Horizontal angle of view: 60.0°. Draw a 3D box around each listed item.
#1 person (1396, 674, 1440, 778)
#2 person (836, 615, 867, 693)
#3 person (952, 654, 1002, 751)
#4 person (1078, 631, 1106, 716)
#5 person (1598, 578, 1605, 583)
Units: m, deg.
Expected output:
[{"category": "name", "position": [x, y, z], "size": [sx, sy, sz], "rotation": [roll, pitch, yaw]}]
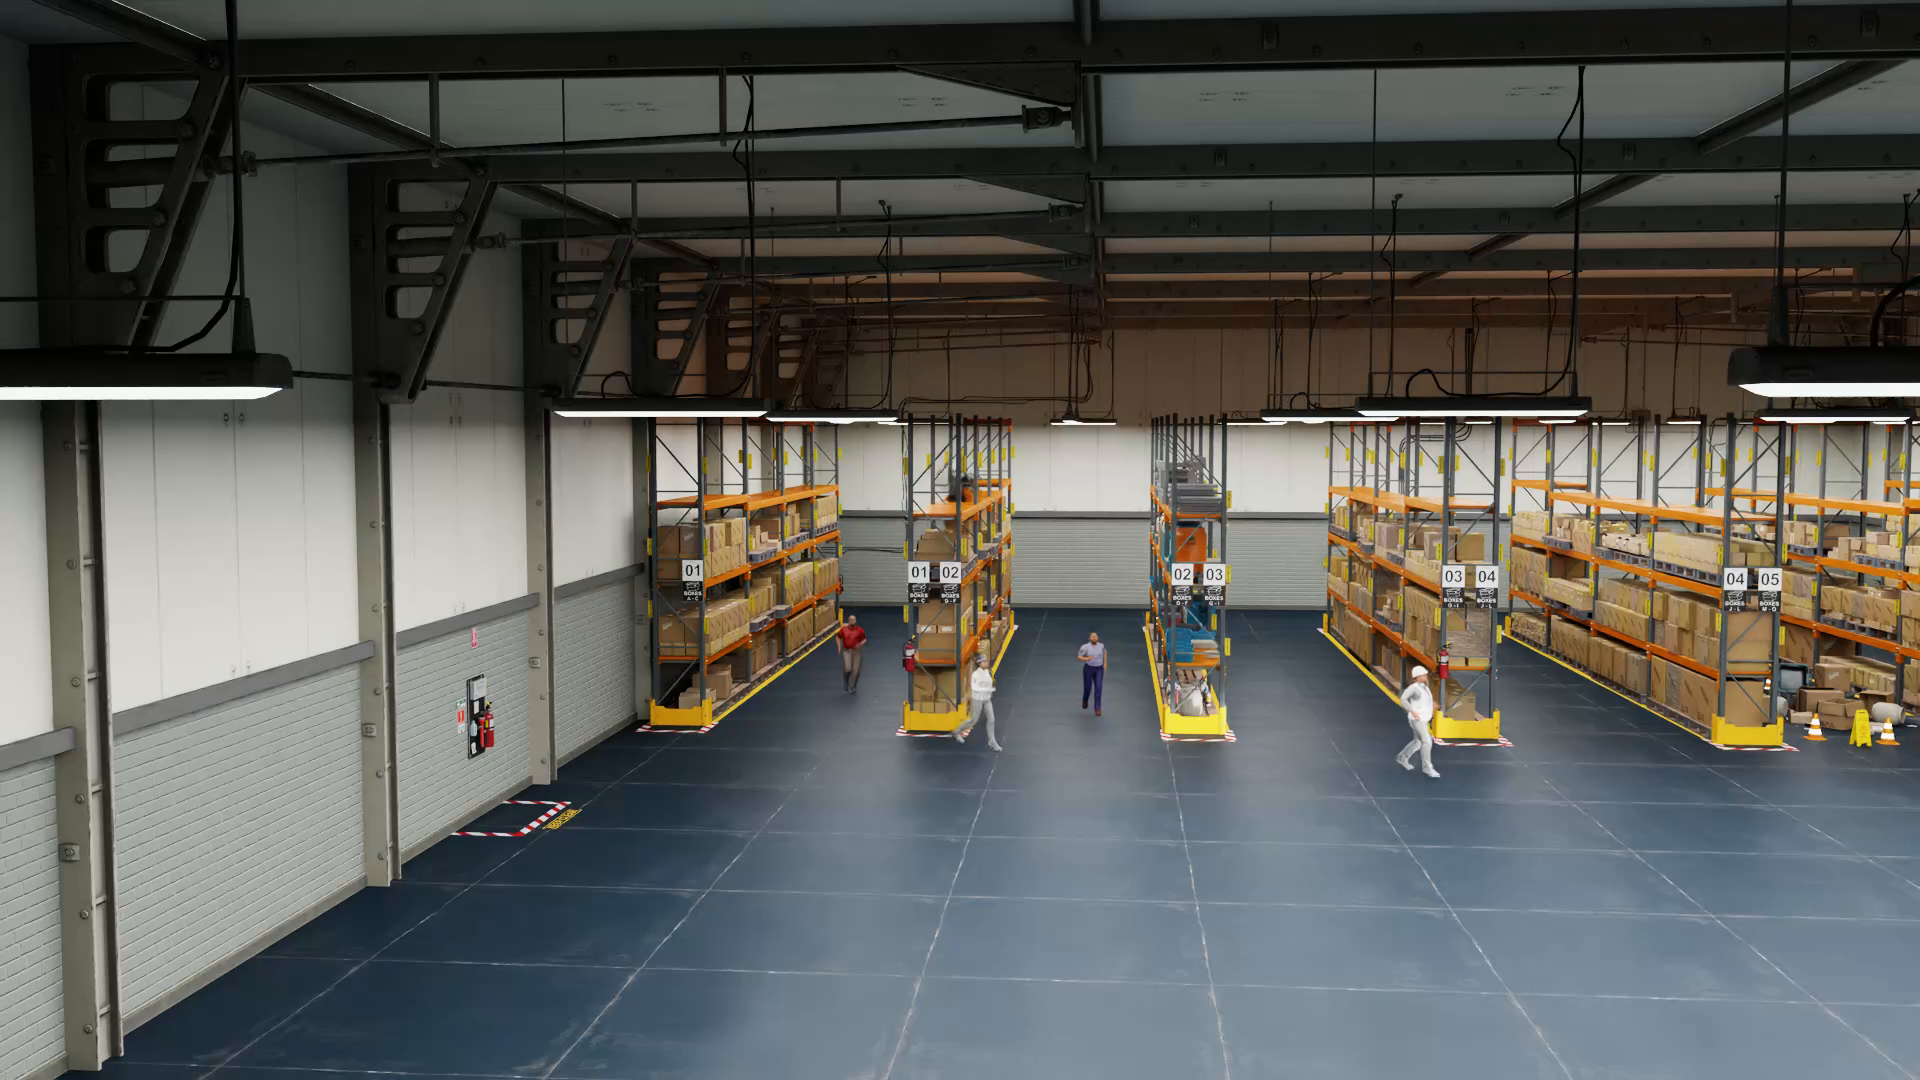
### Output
[{"category": "person", "position": [7.594, 3.008, 27.488], "size": [0.785, 1.753, 0.664], "rotation": [3, 5, 34]}, {"category": "person", "position": [-2.318, 2.454, 35.677], "size": [0.651, 1.684, 0.602], "rotation": [-1, 4, -9]}, {"category": "person", "position": [0.336, 2.876, 29.736], "size": [0.936, 1.724, 0.621], "rotation": [3, 5, 36]}, {"category": "person", "position": [2.646, 2.631, 33.158], "size": [0.637, 1.638, 0.907], "rotation": [-1, 4, -9]}, {"category": "person", "position": [17.150, 1.894, 44.391], "size": [0.558, 1.757, 0.743], "rotation": [0, 4, 3]}]
